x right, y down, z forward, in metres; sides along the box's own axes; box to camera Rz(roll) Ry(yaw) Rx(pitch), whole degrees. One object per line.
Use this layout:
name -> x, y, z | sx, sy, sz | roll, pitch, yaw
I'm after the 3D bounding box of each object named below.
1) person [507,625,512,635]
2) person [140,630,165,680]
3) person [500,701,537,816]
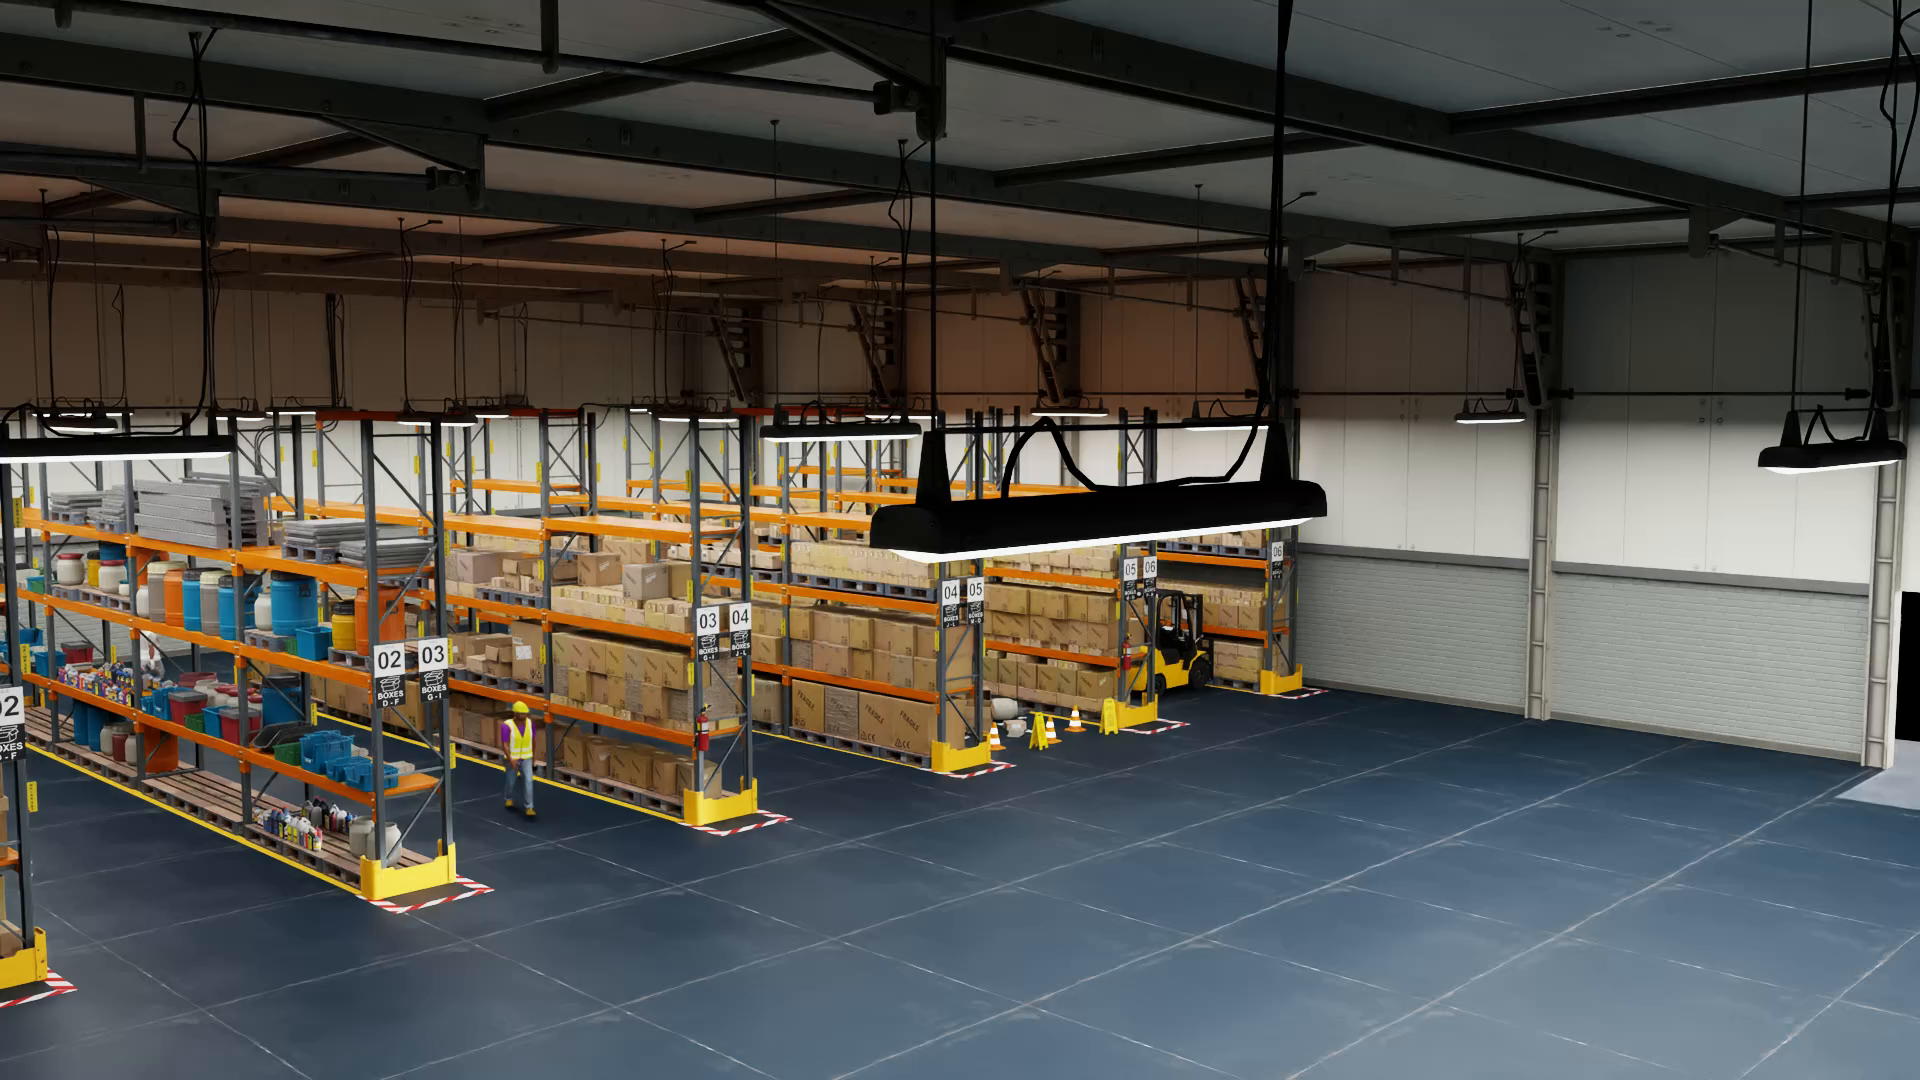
person -> -11.535, 1.652, 43.065 | 0.643, 1.821, 0.535 | 1, 5, 12
person -> -16.494, 2.457, 33.848 | 0.511, 1.779, 0.801 | 1, 5, 7
person -> -6.603, 3.270, 24.981 | 0.564, 1.692, 1.110 | -3, 6, -29
